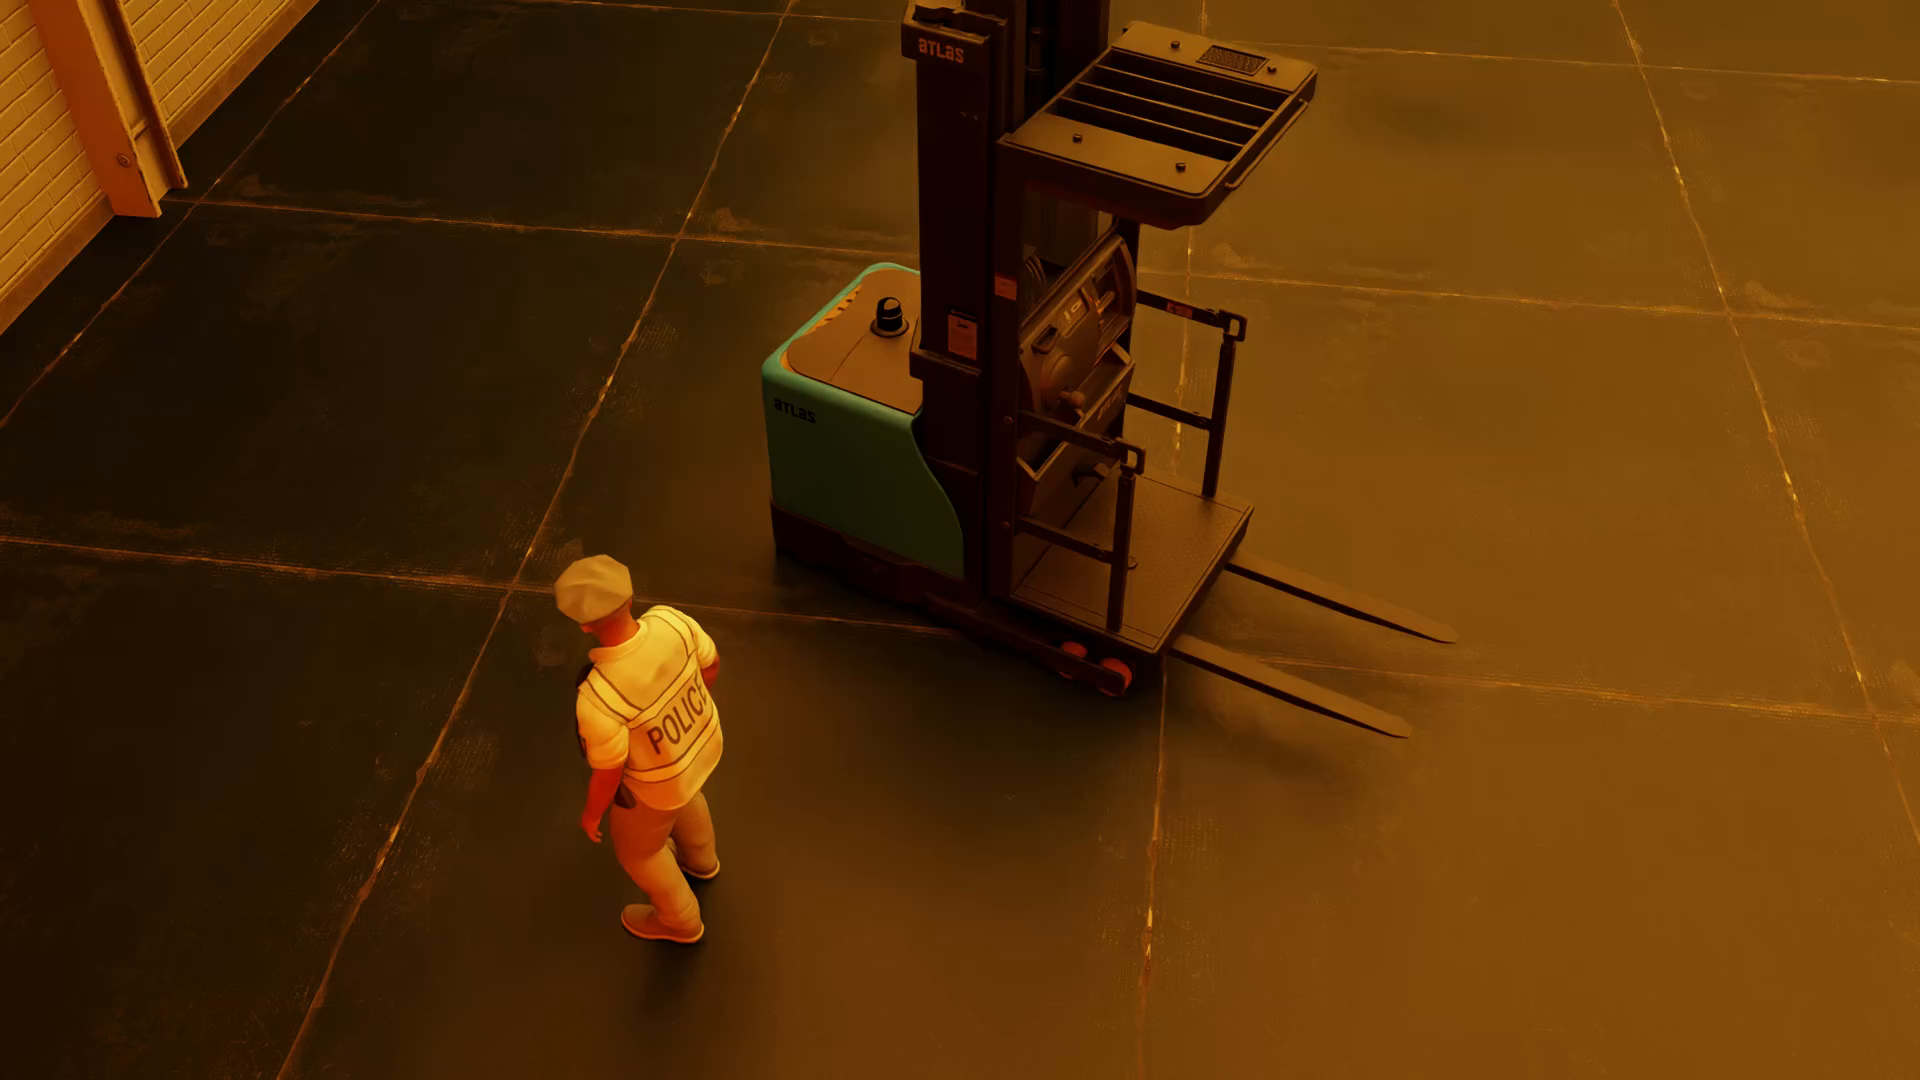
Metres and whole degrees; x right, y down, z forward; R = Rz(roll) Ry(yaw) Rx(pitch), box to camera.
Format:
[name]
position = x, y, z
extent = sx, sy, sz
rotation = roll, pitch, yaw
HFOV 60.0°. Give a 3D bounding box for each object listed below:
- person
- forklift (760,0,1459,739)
[person]
position = -1.090, 0.747, 5.790
extent = 0.493, 1.742, 0.692
rotation = 19, 46, 19
[forklift]
position = 0.659, -0.823, 6.620
extent = 3.031, 2.935, 1.130
rotation = 21, 47, 22
